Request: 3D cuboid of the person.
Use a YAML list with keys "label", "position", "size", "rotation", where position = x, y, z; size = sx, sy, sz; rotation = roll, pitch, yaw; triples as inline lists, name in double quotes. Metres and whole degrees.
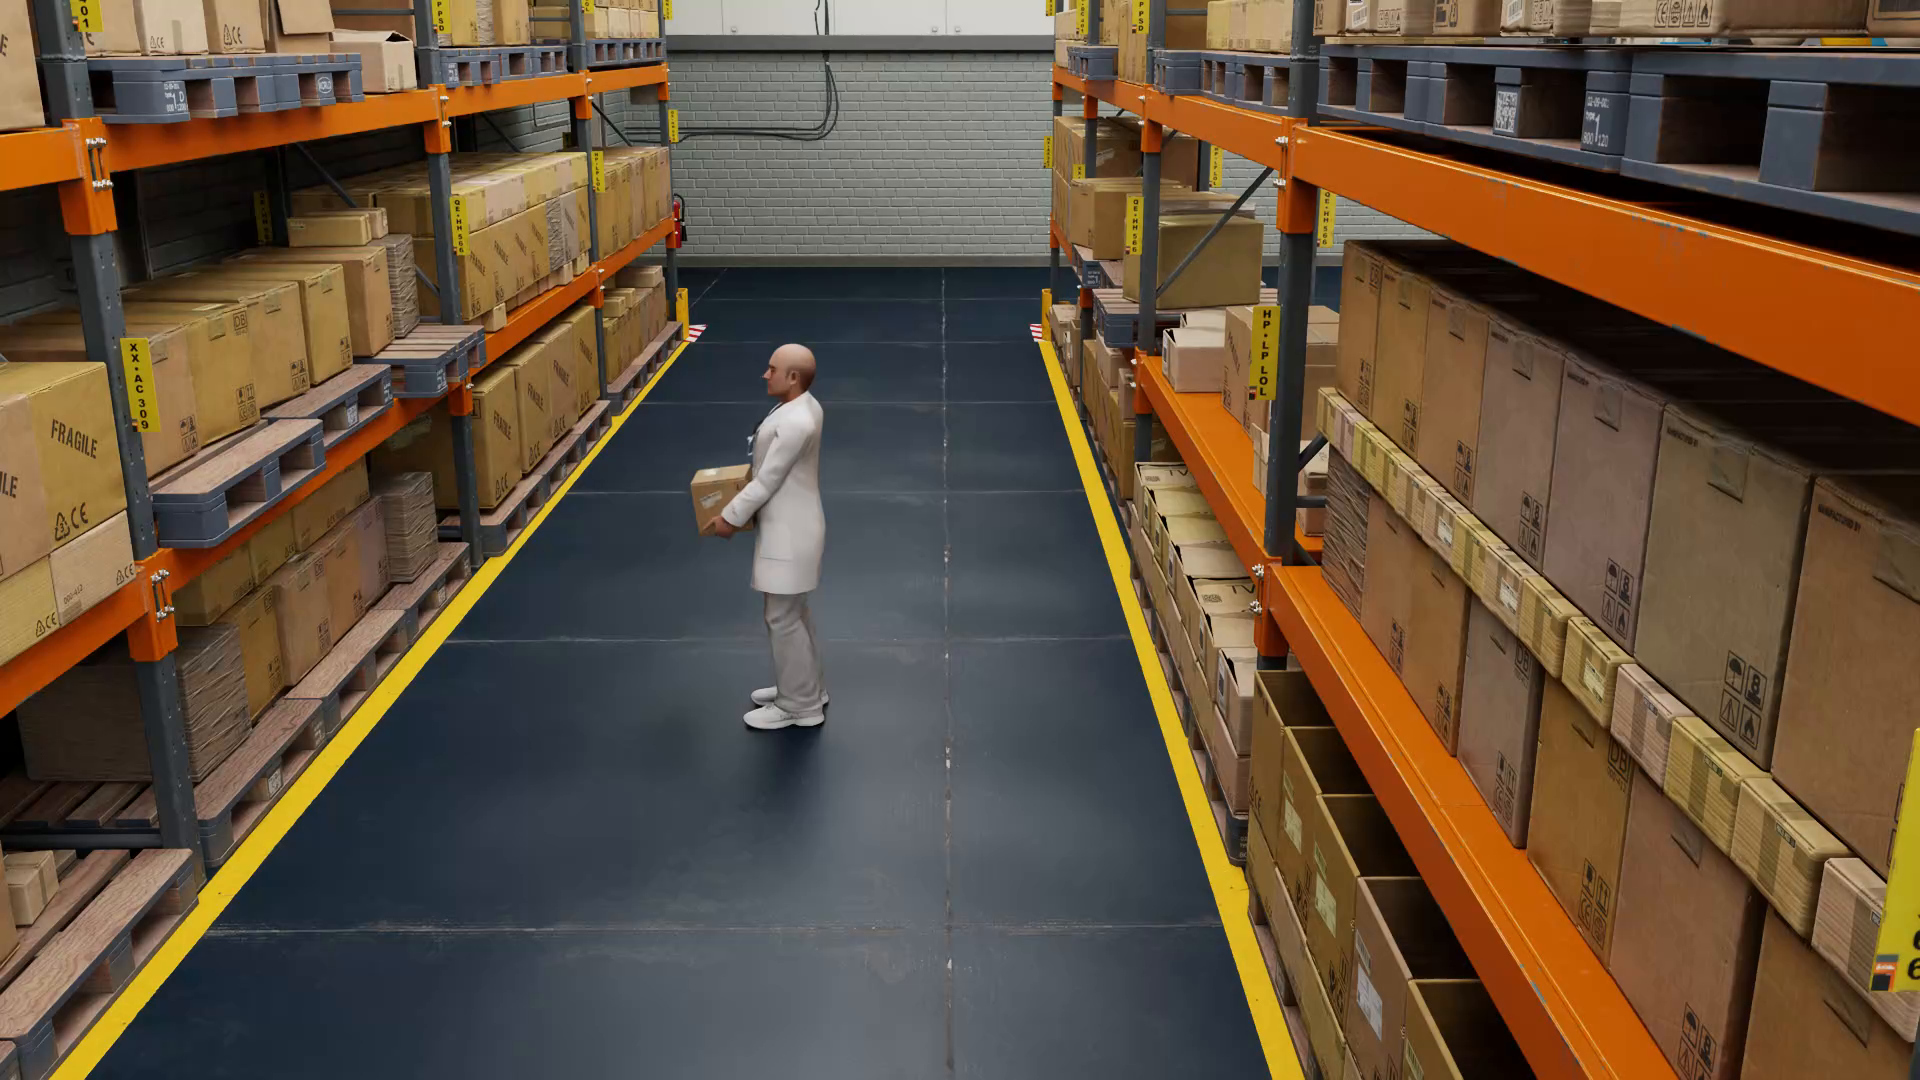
- label: "person"
  position: [-0.892, -0.020, 7.641]
  size: [0.543, 1.778, 0.525]
  rotation: [0, 17, -1]
